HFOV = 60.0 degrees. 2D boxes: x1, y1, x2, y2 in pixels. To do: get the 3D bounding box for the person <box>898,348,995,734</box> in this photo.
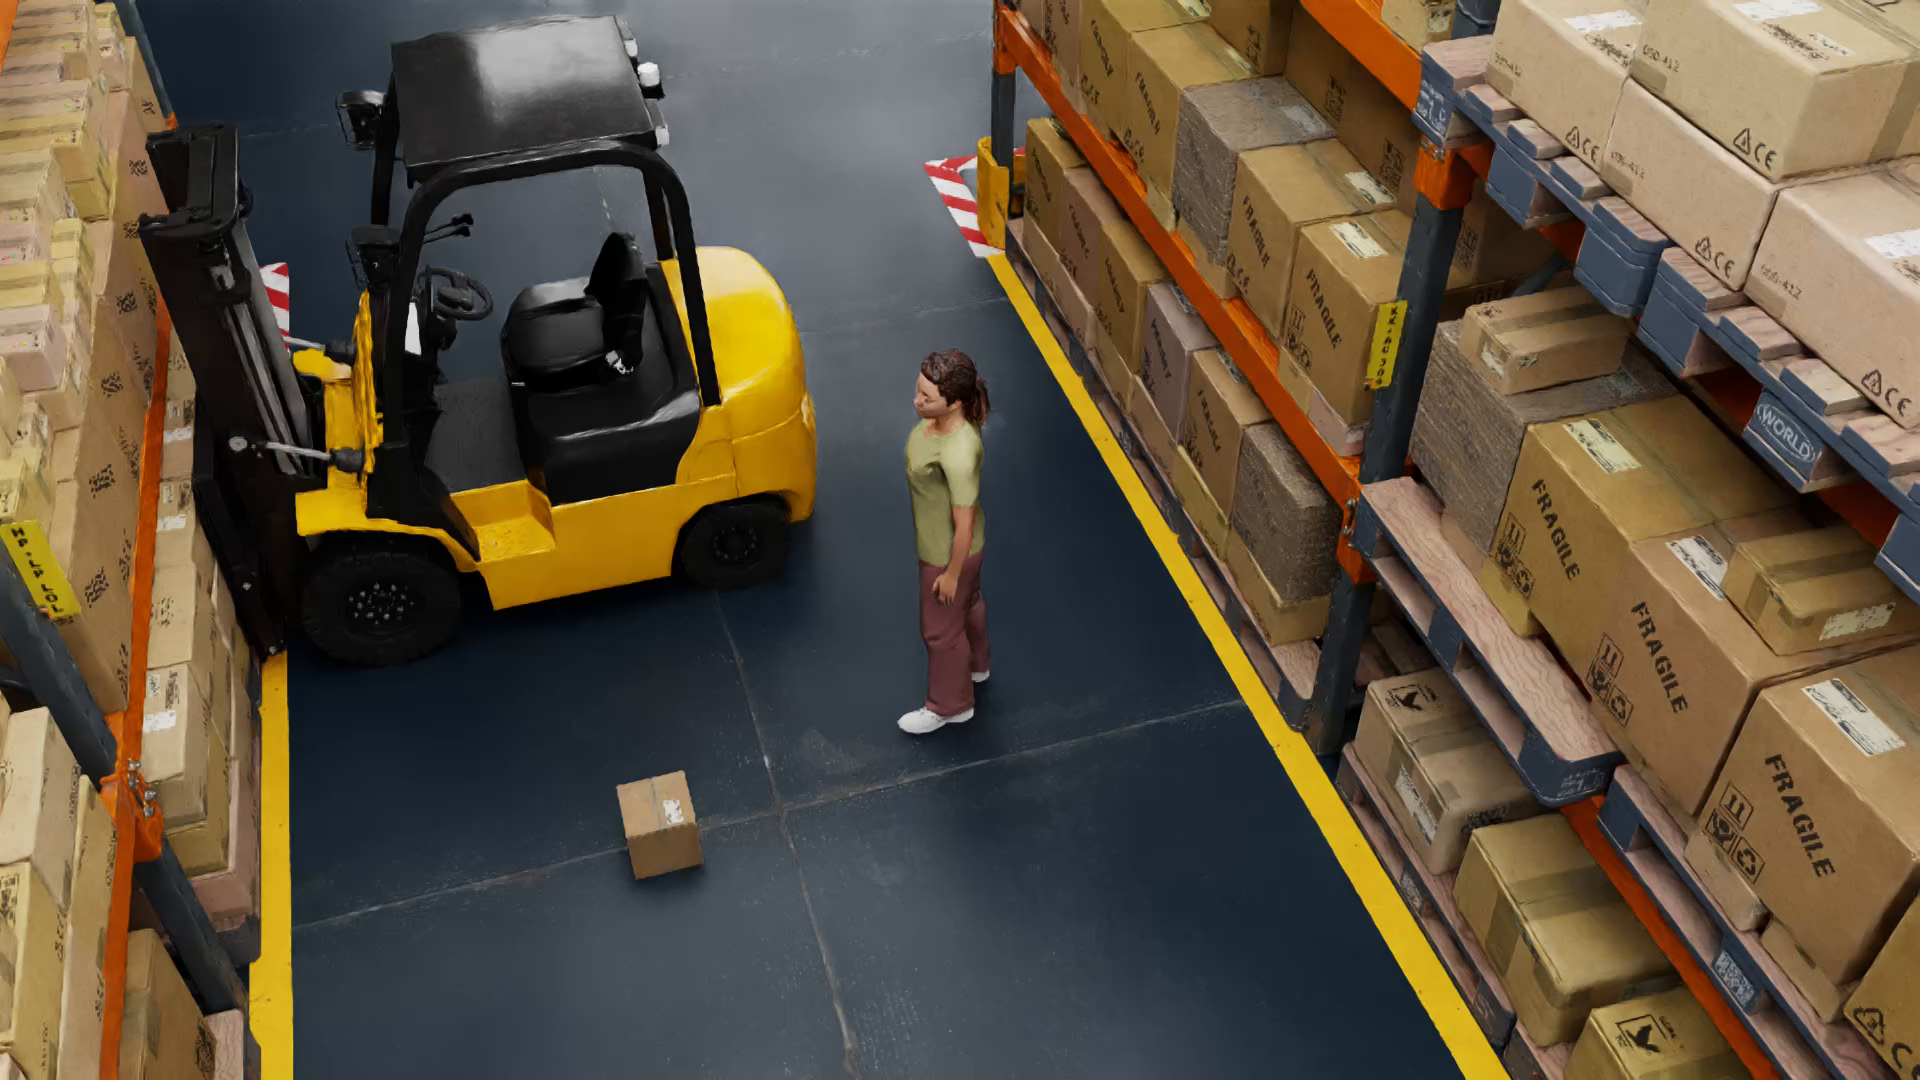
[{"bbox_3d":[-0.058,0.027,6.167,0.366,1.592,0.538,1,42,1],"label":"person"}]
